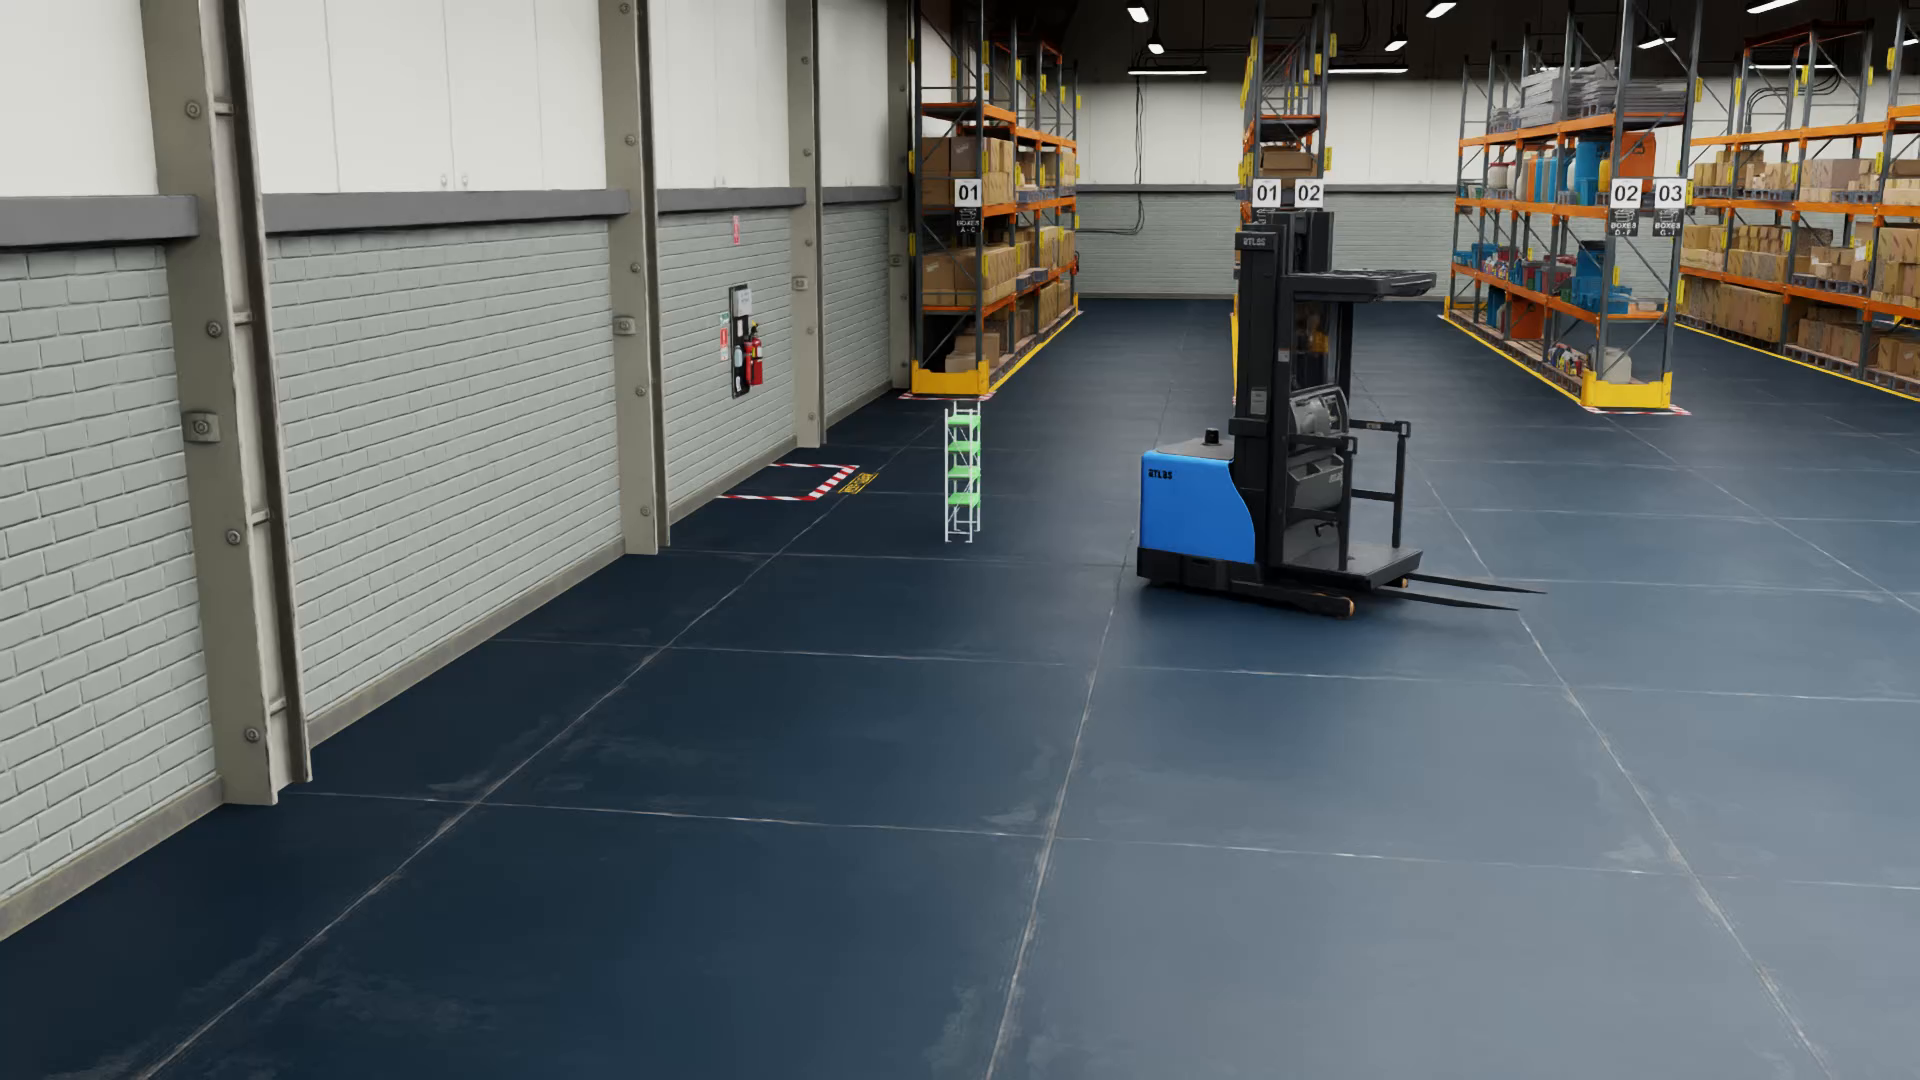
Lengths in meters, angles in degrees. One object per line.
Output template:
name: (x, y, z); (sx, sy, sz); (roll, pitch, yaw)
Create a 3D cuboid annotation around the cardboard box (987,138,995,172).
cardboard box: (0.261, -5.899, 25.467); (0.500, 0.500, 0.500); (2, 12, 8)

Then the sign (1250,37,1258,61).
sign: (4.196, -6.999, 23.704); (0.100, 0.325, 0.005); (2, 12, 9)

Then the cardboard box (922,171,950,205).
cardboard box: (-0.351, -5.330, 25.201); (0.500, 0.500, 0.500); (3, 12, 13)

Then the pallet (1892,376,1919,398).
pallet: (14.879, -2.303, 25.176); (1.003, 0.211, 1.213); (2, 12, 9)

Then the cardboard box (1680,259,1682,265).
cardboard box: (16.560, -6.320, 37.795); (0.380, 0.149, 0.250); (2, 12, 8)

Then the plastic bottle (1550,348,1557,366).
plastic bottle: (9.734, -2.985, 27.145); (0.152, 0.276, 0.135); (2, 12, 11)

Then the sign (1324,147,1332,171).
sign: (5.278, -5.463, 23.842); (0.100, 0.325, 0.005); (2, 12, 9)

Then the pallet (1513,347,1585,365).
pallet: (10.507, -3.278, 29.703); (1.003, 0.211, 1.213); (2, 12, 9)

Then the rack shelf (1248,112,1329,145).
rack shelf: (5.038, -6.352, 25.766); (1.077, 0.370, 4.000); (2, 12, 9)

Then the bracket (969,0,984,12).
bracket: (0.297, -9.727, 30.225); (0.235, 0.232, 0.430); (2, 12, 9)

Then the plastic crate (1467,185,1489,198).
plastic crate: (11.439, -7.677, 36.656); (0.437, 0.282, 0.530); (2, 12, 9)

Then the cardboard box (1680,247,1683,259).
cardboard box: (16.638, -6.540, 37.871); (0.500, 0.250, 0.500); (2, 12, 7)

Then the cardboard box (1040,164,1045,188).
cardboard box: (1.415, -7.641, 34.926); (0.700, 0.500, 0.500); (2, 12, 8)

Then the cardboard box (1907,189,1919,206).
cardboard box: (14.647, -5.156, 25.032); (0.500, 0.250, 0.500); (1, 12, 6)

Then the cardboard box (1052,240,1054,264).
cardboard box: (1.704, -6.097, 35.174); (0.500, 0.500, 0.500); (2, 12, 9)

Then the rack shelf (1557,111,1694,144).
rack shelf: (9.931, -6.191, 25.017); (1.077, 0.370, 4.000); (2, 12, 9)

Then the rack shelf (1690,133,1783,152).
rack shelf: (16.671, -8.528, 35.864); (1.077, 0.370, 4.000); (2, 12, 9)

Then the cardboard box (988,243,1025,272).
cardboard box: (0.833, -5.281, 31.097); (0.700, 0.500, 0.500); (2, 12, 9)

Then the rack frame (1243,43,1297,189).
rack frame: (6.576, -8.981, 35.307); (1.000, 3.000, 0.127); (2, 12, 9)

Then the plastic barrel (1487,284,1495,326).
plastic barrel: (11.369, -4.954, 34.844); (0.600, 0.901, 0.708); (2, 12, 9)

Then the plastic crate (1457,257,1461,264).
plastic crate: (11.486, -6.374, 37.934); (0.250, 0.136, 0.298); (2, 12, 9)

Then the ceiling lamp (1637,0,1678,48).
ceiling lamp: (14.107, -11.409, 32.717); (0.800, 3.185, 2.000); (2, 12, 9)

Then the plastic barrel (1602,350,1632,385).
plastic barrel: (9.650, -2.518, 24.465); (0.421, 0.512, 0.421); (0, 12, 0)

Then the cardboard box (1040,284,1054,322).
cardboard box: (1.575, -5.038, 35.356); (0.750, 0.750, 0.750); (2, 12, 10)

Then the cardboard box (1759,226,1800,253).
cardboard box: (16.076, -5.860, 32.448); (0.797, 0.503, 0.637); (2, 12, 10)

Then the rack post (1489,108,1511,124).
rack post: (11.309, -8.609, 33.758); (0.937, 0.300, 0.954); (2, 12, 8)

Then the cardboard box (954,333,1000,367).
cardboard box: (0.280, -3.114, 27.213); (0.700, 0.500, 0.500); (1, 12, 5)

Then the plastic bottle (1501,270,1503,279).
plastic bottle: (10.611, -5.188, 32.416); (0.097, 0.201, 0.097); (0, 12, 0)

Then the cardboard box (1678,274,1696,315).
cardboard box: (16.959, -5.590, 37.859); (0.875, 0.875, 0.875); (2, 12, 9)

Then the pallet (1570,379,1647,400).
pallet: (9.719, -2.212, 24.758); (1.003, 0.211, 1.213); (2, 12, 9)

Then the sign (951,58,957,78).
sign: (-0.099, -8.026, 28.283); (0.100, 0.325, 0.005); (2, 12, 9)

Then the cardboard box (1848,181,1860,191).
cardboard box: (15.323, -6.012, 28.209); (0.380, 0.166, 0.250); (2, 12, 7)

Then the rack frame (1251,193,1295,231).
rack frame: (4.730, -3.550, 24.348); (1.000, 3.000, 0.127); (2, 12, 9)

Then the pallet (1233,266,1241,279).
pallet: (5.995, -5.265, 32.761); (1.213, 0.211, 1.003); (2, 12, 9)

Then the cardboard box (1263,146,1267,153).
cardboard box: (5.544, -6.594, 28.931); (0.500, 0.500, 0.500); (3, 13, 14)

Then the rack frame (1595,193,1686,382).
rack frame: (9.624, -3.389, 23.599); (1.000, 3.000, 0.127); (2, 12, 9)

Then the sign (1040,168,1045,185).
sign: (1.601, -7.077, 32.362); (0.100, 0.325, 0.005); (2, 12, 9)

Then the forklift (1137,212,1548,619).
forklift: (2.904, -0.974, 12.554); (3.031, 2.935, 1.130); (9, 15, 36)

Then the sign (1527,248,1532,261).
sign: (12.013, -6.004, 35.077); (0.100, 0.325, 0.005); (2, 12, 9)

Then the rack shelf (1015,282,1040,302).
rack shelf: (0.757, -4.607, 30.960); (1.077, 0.370, 4.000); (2, 12, 9)

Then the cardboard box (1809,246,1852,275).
cardboard box: (15.705, -5.034, 30.000); (0.500, 0.500, 0.500); (0, 12, 2)

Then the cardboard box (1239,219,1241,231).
cardboard box: (6.862, -7.335, 39.298); (0.500, 0.500, 0.500); (2, 12, 10)

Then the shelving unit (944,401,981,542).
shelving unit: (0.025, -0.621, 15.027); (0.258, 1.200, 0.503); (2, 12, 9)

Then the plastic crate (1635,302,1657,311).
plastic crate: (10.079, -3.436, 24.443); (0.298, 0.136, 0.250); (2, 12, 9)

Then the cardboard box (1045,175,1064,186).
cardboard box: (2.047, -7.991, 36.953); (0.500, 0.250, 0.500); (2, 12, 8)

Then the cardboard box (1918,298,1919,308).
cardboard box: (14.592, -3.537, 24.883); (0.380, 0.149, 0.250); (2, 12, 9)

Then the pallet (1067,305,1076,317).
pallet: (2.250, -5.509, 40.053); (1.003, 0.211, 1.213); (2, 12, 9)

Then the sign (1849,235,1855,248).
sign: (16.286, -5.406, 30.396); (0.100, 0.325, 0.005); (2, 12, 9)

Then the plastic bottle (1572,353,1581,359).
plastic bottle: (9.761, -2.823, 26.396); (0.152, 0.276, 0.135); (2, 12, 9)

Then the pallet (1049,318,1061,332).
pallet: (1.636, -4.682, 36.217); (1.003, 0.211, 1.213); (2, 12, 9)

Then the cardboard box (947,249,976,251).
cardboard box: (0.006, -4.544, 27.485); (0.500, 0.500, 0.500); (2, 12, 10)

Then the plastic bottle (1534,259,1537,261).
plastic bottle: (11.482, -5.432, 33.195); (0.144, 0.351, 0.185); (2, 12, 9)

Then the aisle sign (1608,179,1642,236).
aisle sign: (9.319, -4.655, 23.301); (0.394, 0.787, 0.004); (2, 12, 9)
